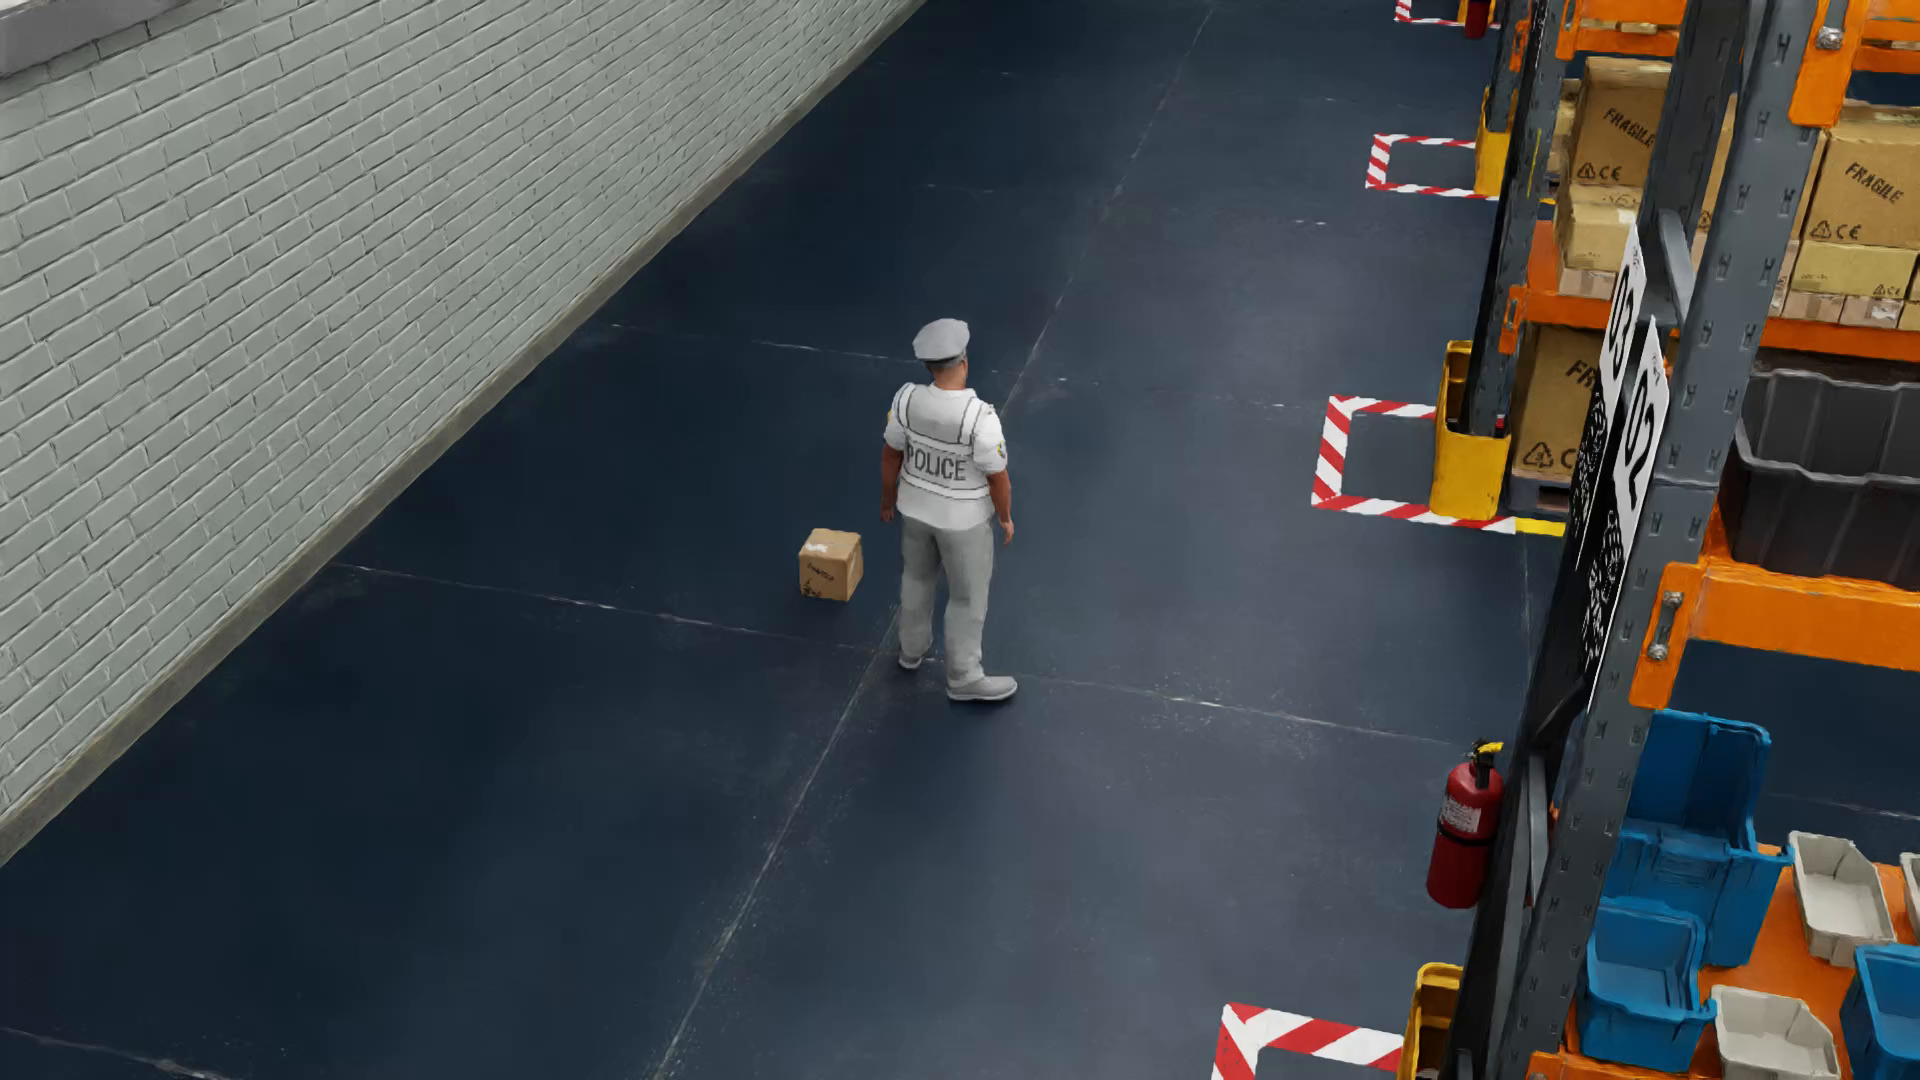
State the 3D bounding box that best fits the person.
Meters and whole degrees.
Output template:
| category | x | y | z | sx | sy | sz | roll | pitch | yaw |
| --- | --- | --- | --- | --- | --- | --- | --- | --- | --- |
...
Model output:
| category | x | y | z | sx | sy | sz | roll | pitch | yaw |
| --- | --- | --- | --- | --- | --- | --- | --- | --- | --- |
| person | -0.046 | -0.130 | 7.284 | 0.690 | 1.770 | 0.398 | 18 | 37 | 26 |
